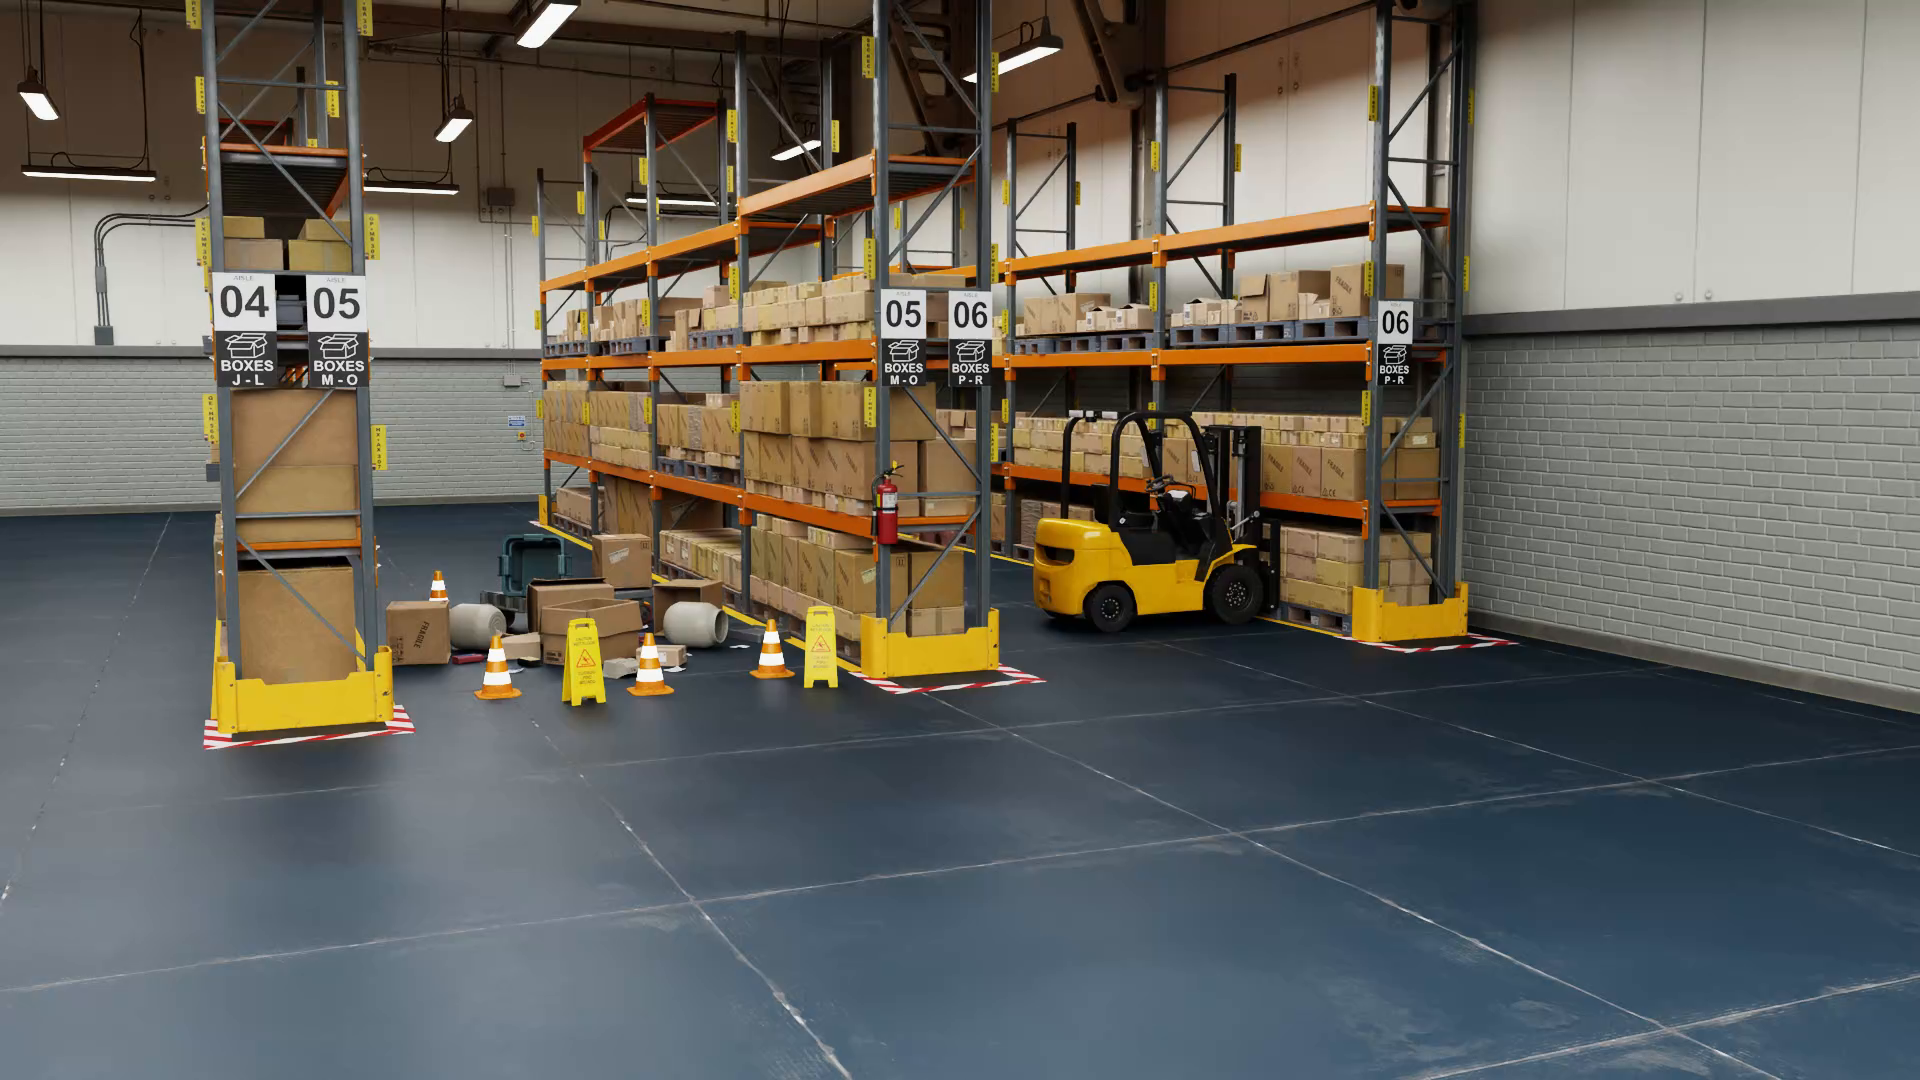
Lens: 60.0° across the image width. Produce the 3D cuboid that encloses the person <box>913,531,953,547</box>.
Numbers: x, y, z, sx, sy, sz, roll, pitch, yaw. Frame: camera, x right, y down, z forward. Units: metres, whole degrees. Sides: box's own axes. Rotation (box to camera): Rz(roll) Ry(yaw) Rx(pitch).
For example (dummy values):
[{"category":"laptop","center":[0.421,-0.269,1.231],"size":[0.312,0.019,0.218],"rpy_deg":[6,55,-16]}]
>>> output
[{"category":"person","center":[-0.276,-0.110,17.920],"size":[0.469,1.675,0.402],"rpy_deg":[-2,6,-16]}]
